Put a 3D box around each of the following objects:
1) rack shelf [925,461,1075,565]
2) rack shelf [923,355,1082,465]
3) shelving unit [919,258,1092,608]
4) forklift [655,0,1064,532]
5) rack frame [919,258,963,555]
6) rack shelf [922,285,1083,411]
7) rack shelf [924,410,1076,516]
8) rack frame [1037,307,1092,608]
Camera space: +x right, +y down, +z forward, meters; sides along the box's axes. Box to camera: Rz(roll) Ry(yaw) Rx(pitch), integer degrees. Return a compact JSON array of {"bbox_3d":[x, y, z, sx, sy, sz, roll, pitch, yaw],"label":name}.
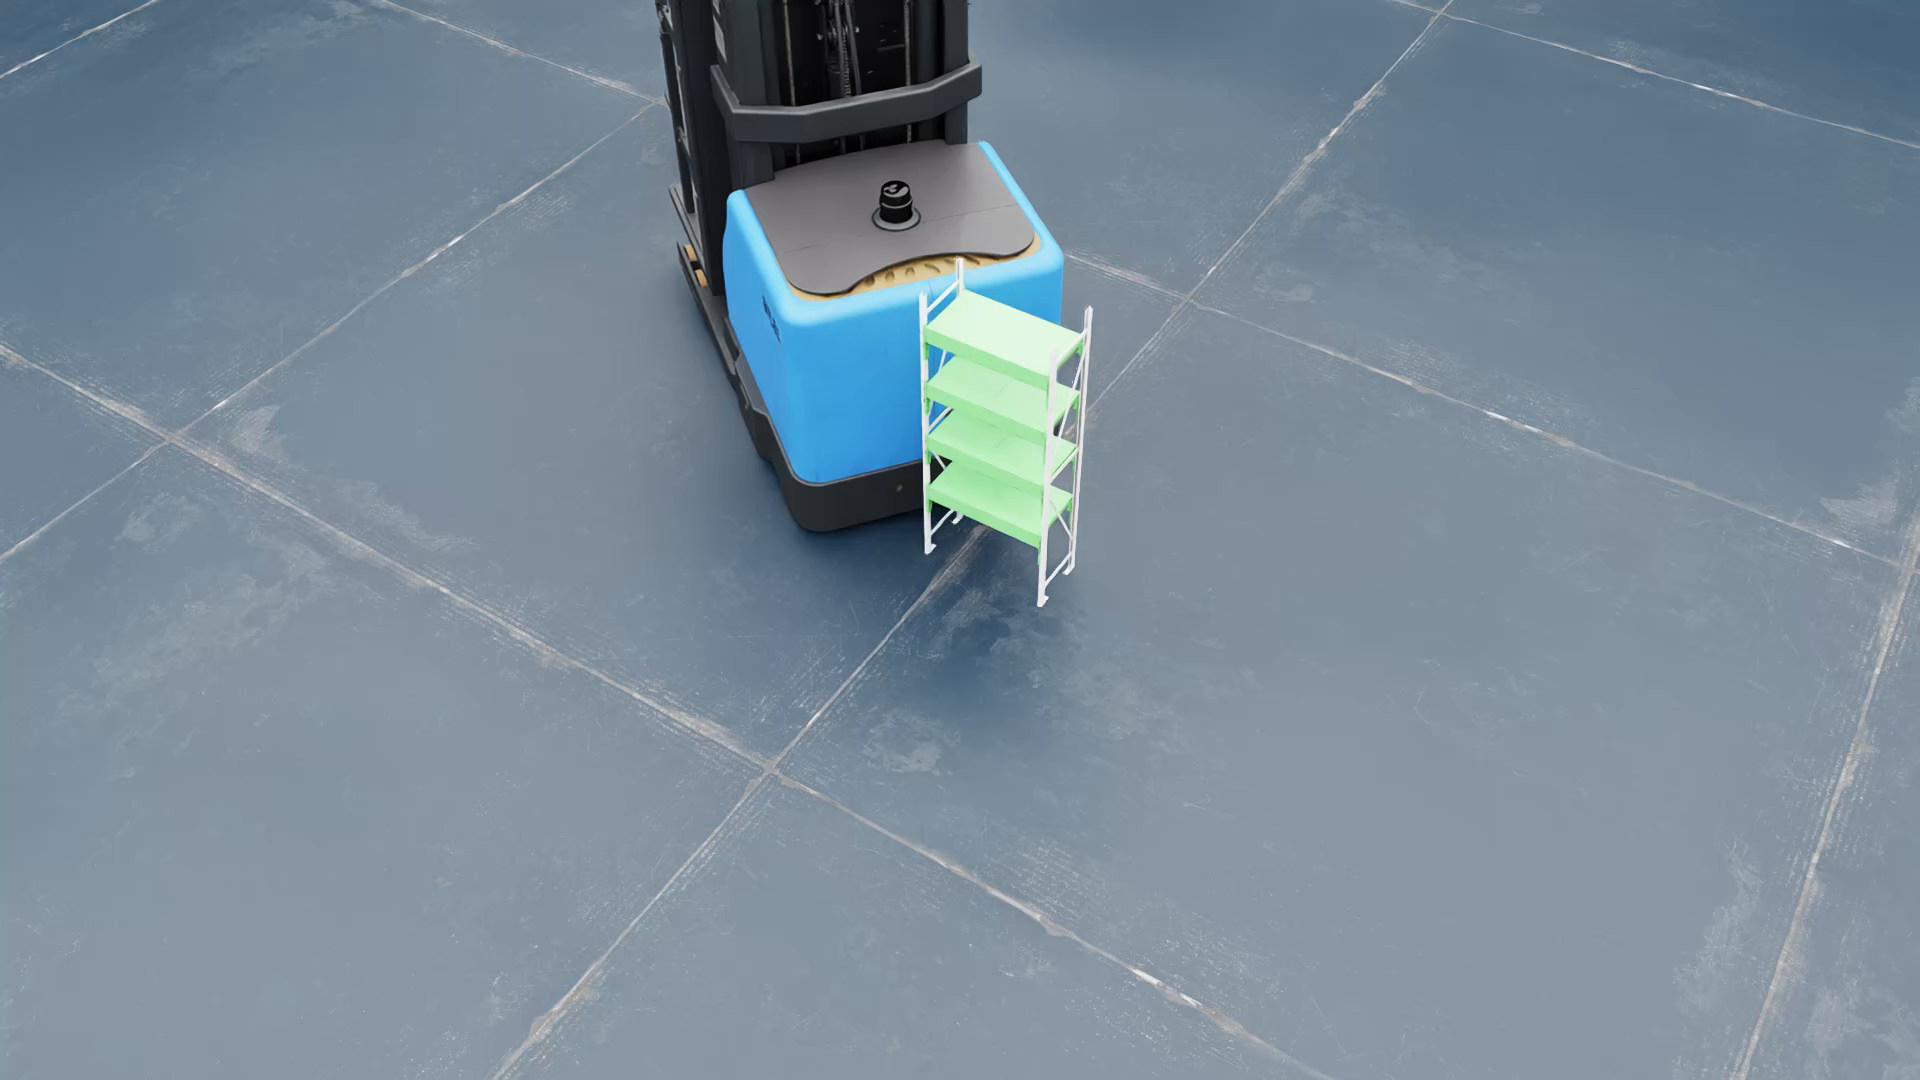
[{"bbox_3d":[0.145,-0.131,5.964,0.480,0.148,0.258,25,51,22],"label":"rack shelf"},{"bbox_3d":[0.146,-0.466,5.620,0.480,0.148,0.258,25,51,22],"label":"rack shelf"},{"bbox_3d":[0.146,-0.343,5.747,0.503,1.200,0.258,25,51,22],"label":"shelving unit"},{"bbox_3d":[-0.601,-2.128,6.274,1.130,2.935,3.031,-15,48,-14],"label":"forklift"},{"bbox_3d":[-0.060,-0.437,5.838,0.015,1.200,0.240,25,51,22],"label":"rack frame"},{"bbox_3d":[0.146,-0.633,5.448,0.480,0.148,0.258,25,51,22],"label":"rack shelf"},{"bbox_3d":[0.146,-0.298,5.792,0.480,0.148,0.258,25,51,22],"label":"rack shelf"},{"bbox_3d":[0.351,-0.249,5.655,0.015,1.200,0.240,25,51,22],"label":"rack frame"}]
